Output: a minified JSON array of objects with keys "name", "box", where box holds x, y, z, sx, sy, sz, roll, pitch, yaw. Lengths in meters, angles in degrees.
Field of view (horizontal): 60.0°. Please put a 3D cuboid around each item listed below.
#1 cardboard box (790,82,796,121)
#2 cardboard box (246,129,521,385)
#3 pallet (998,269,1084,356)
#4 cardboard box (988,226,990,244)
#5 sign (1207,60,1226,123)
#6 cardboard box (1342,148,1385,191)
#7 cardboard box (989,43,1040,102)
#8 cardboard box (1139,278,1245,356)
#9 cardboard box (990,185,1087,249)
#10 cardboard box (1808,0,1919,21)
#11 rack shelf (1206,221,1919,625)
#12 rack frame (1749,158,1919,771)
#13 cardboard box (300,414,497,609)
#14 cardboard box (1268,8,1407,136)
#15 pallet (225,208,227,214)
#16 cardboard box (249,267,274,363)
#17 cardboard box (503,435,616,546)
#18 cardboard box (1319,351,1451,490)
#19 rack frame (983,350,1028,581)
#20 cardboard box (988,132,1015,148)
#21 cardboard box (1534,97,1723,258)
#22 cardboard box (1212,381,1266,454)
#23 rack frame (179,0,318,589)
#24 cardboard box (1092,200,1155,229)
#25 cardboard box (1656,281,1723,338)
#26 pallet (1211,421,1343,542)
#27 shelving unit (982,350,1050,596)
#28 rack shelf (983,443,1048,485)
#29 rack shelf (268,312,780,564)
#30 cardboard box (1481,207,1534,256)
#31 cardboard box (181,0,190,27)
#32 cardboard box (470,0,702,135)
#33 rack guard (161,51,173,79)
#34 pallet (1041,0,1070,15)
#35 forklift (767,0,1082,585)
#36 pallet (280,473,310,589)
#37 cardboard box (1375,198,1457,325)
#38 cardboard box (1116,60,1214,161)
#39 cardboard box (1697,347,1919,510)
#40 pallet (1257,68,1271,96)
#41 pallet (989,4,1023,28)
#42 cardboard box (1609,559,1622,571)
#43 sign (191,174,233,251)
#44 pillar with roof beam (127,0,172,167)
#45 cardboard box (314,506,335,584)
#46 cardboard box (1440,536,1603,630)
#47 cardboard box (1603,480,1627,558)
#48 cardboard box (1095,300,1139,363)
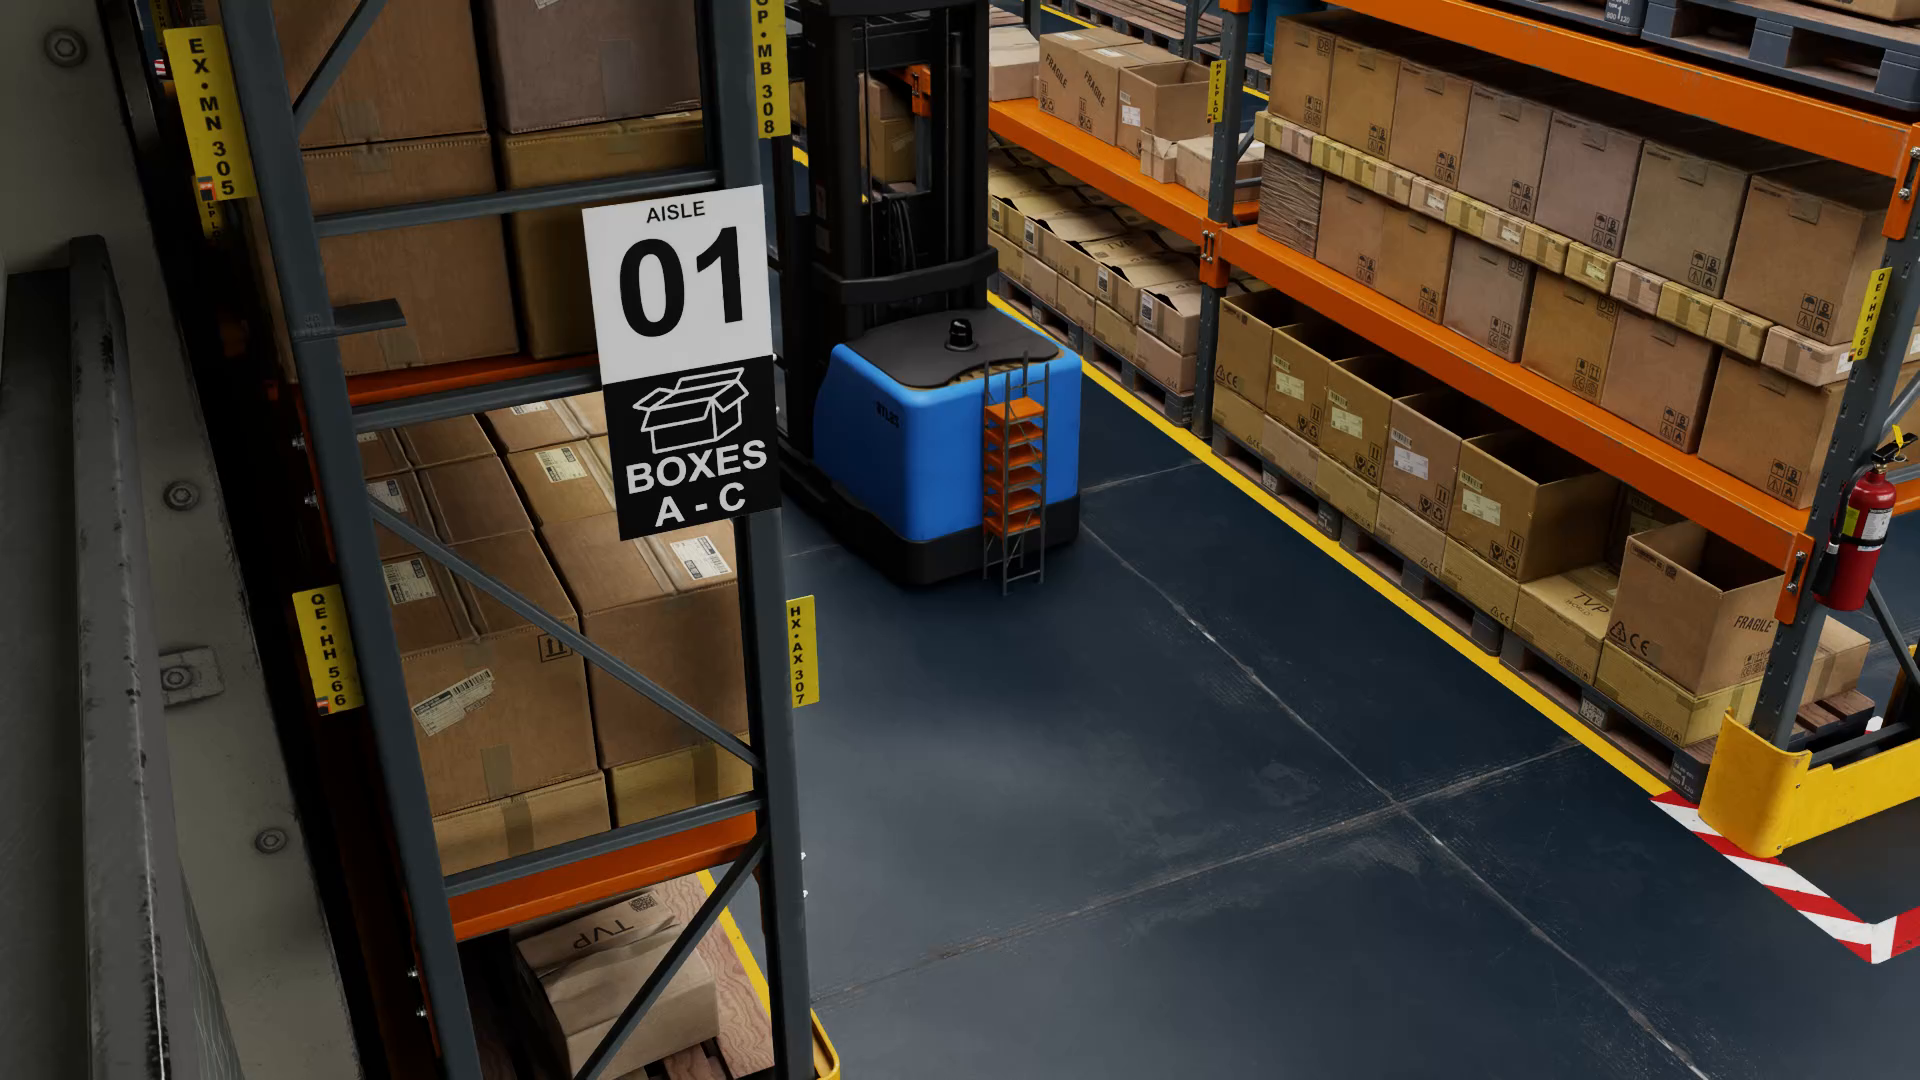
[{"name":"cardboard box","box":[-1.359,-4.163,15.212,0.500,0.500,0.500,-13,32,-21]},{"name":"cardboard box","box":[-1.314,-0.708,3.757,0.500,0.500,0.500,-11,31,-18]},{"name":"pallet","box":[0.970,-1.666,11.505,1.003,0.211,1.213,-13,32,-22]},{"name":"cardboard box","box":[0.308,-2.261,12.097,0.500,0.250,0.500,-14,32,-23]},{"name":"sign","box":[1.363,-2.377,8.820,0.100,0.325,0.005,-13,32,-22]},{"name":"cardboard box","box":[2.124,-1.852,8.221,0.380,0.149,0.250,-13,32,-22]},{"name":"cardboard box","box":[0.341,-3.317,11.690,0.500,0.311,0.500,-13,32,-23]},{"name":"cardboard box","box":[1.416,-1.372,9.939,0.500,0.311,0.500,-13,32,-22]},{"name":"cardboard box","box":[0.542,-2.271,11.543,0.500,0.311,0.500,-14,32,-23]},{"name":"cardboard box","box":[3.324,-2.111,5.702,0.797,0.503,0.637,-11,31,-19]},{"name":"rack shelf","box":[2.708,-0.828,7.895,1.077,0.370,4.000,-13,32,-22]},{"name":"rack frame","box":[3.566,-0.258,6.144,1.000,3.000,0.127,-13,32,-22]},{"name":"cardboard box","box":[-1.733,-0.102,5.232,0.500,0.500,0.500,-14,32,-23]},{"name":"cardboard box","box":[2.045,-2.440,8.606,0.700,0.500,0.500,-13,32,-22]},{"name":"pallet","box":[-3.454,-1.801,9.091,1.003,0.211,1.213,-13,32,-22]},{"name":"cardboard box","box":[-2.610,-1.002,6.837,0.500,0.500,0.500,-14,32,-23]},{"name":"cardboard box","box":[-1.043,0.019,5.016,0.500,0.500,0.500,-13,32,-22]},{"name":"cardboard box","box":[2.195,-0.624,8.411,0.500,0.500,0.500,-13,32,-22]},{"name":"rack frame","box":[0.220,-0.351,8.148,0.240,1.200,0.006,-17,33,-27]},{"name":"cardboard box","box":[0.195,-3.155,13.415,0.500,0.500,0.500,-12,31,-20]},{"name":"cardboard box","box":[2.907,-1.554,7.025,0.700,0.500,0.500,-13,32,-22]},{"name":"cardboard box","box":[1.774,-0.740,9.386,0.500,0.250,0.500,-13,32,-22]},{"name":"rack frame","box":[-2.623,-0.983,7.437,1.000,3.000,0.127,-13,32,-22]},{"name":"cardboard box","box":[1.236,-2.167,11.357,0.500,0.311,0.500,-12,32,-21]},{"name":"cardboard box","box":[3.007,-0.942,6.597,0.380,0.149,0.250,-14,32,-23]},{"name":"pallet","box":[2.153,-0.449,9.334,1.003,0.211,1.213,-13,32,-22]},{"name":"shelving unit","box":[0.267,-0.312,8.080,0.258,1.200,0.189,-17,33,-27]},{"name":"rack shelf","box":[0.267,-0.378,8.043,0.258,0.103,0.180,-17,33,-27]},{"name":"rack shelf","box":[-1.765,-1.094,5.304,1.077,0.370,4.000,-13,32,-22]},{"name":"cardboard box","box":[2.563,-1.398,7.411,0.380,0.149,0.250,-14,32,-23]},{"name":"cardboard box","box":[-2.420,-1.842,5.778,0.500,0.500,0.500,-12,31,-20]},{"name":"cardboard box","box":[-0.852,-1.234,3.673,0.500,0.500,0.500,-16,33,-25]},{"name":"rack guard","box":[-7.785,-5.205,17.520,1.175,0.500,0.348,-13,32,-22]},{"name":"pallet","box":[1.492,-6.776,20.617,1.003,0.211,1.213,-13,32,-22]},{"name":"forklift","box":[-0.575,-1.741,8.858,1.130,2.935,3.031,-17,33,-27]},{"name":"pallet","box":[-2.959,-0.111,8.732,1.003,0.211,1.213,-13,32,-22]},{"name":"cardboard box","box":[2.490,-1.420,8.113,0.700,0.500,0.500,-13,32,-21]},{"name":"cardboard box","box":[1.308,-2.644,10.296,0.500,0.500,0.500,-11,31,-18]},{"name":"cardboard box","box":[3.378,-0.511,6.492,0.700,0.500,0.500,-13,32,-22]},{"name":"pallet","box":[3.711,-4.492,16.545,1.003,0.211,1.213,-13,32,-22]},{"name":"pallet","box":[-0.222,-3.993,13.000,1.213,0.211,1.003,-13,32,-22]},{"name":"cardboard box","box":[3.319,0.254,7.612,0.500,0.250,0.500,-13,32,-22]},{"name":"sign","box":[-3.123,-1.370,6.943,0.100,0.325,0.005,-13,32,-22]},{"name":"pillar with roof beam","box":[-3.251,-8.165,14.111,9.100,9.000,0.400,-13,32,-22]},{"name":"cardboard box","box":[-1.953,0.004,5.810,0.500,0.250,0.500,-13,32,-21]},{"name":"cardboard box","box":[2.628,0.144,7.808,0.500,0.250,0.500,-13,32,-22]},{"name":"cardboard box","box":[3.095,-0.291,7.818,0.500,0.500,0.500,-13,32,-22]},{"name":"cardboard box","box":[1.194,-1.355,10.482,0.500,0.250,0.500,-14,32,-23]}]
